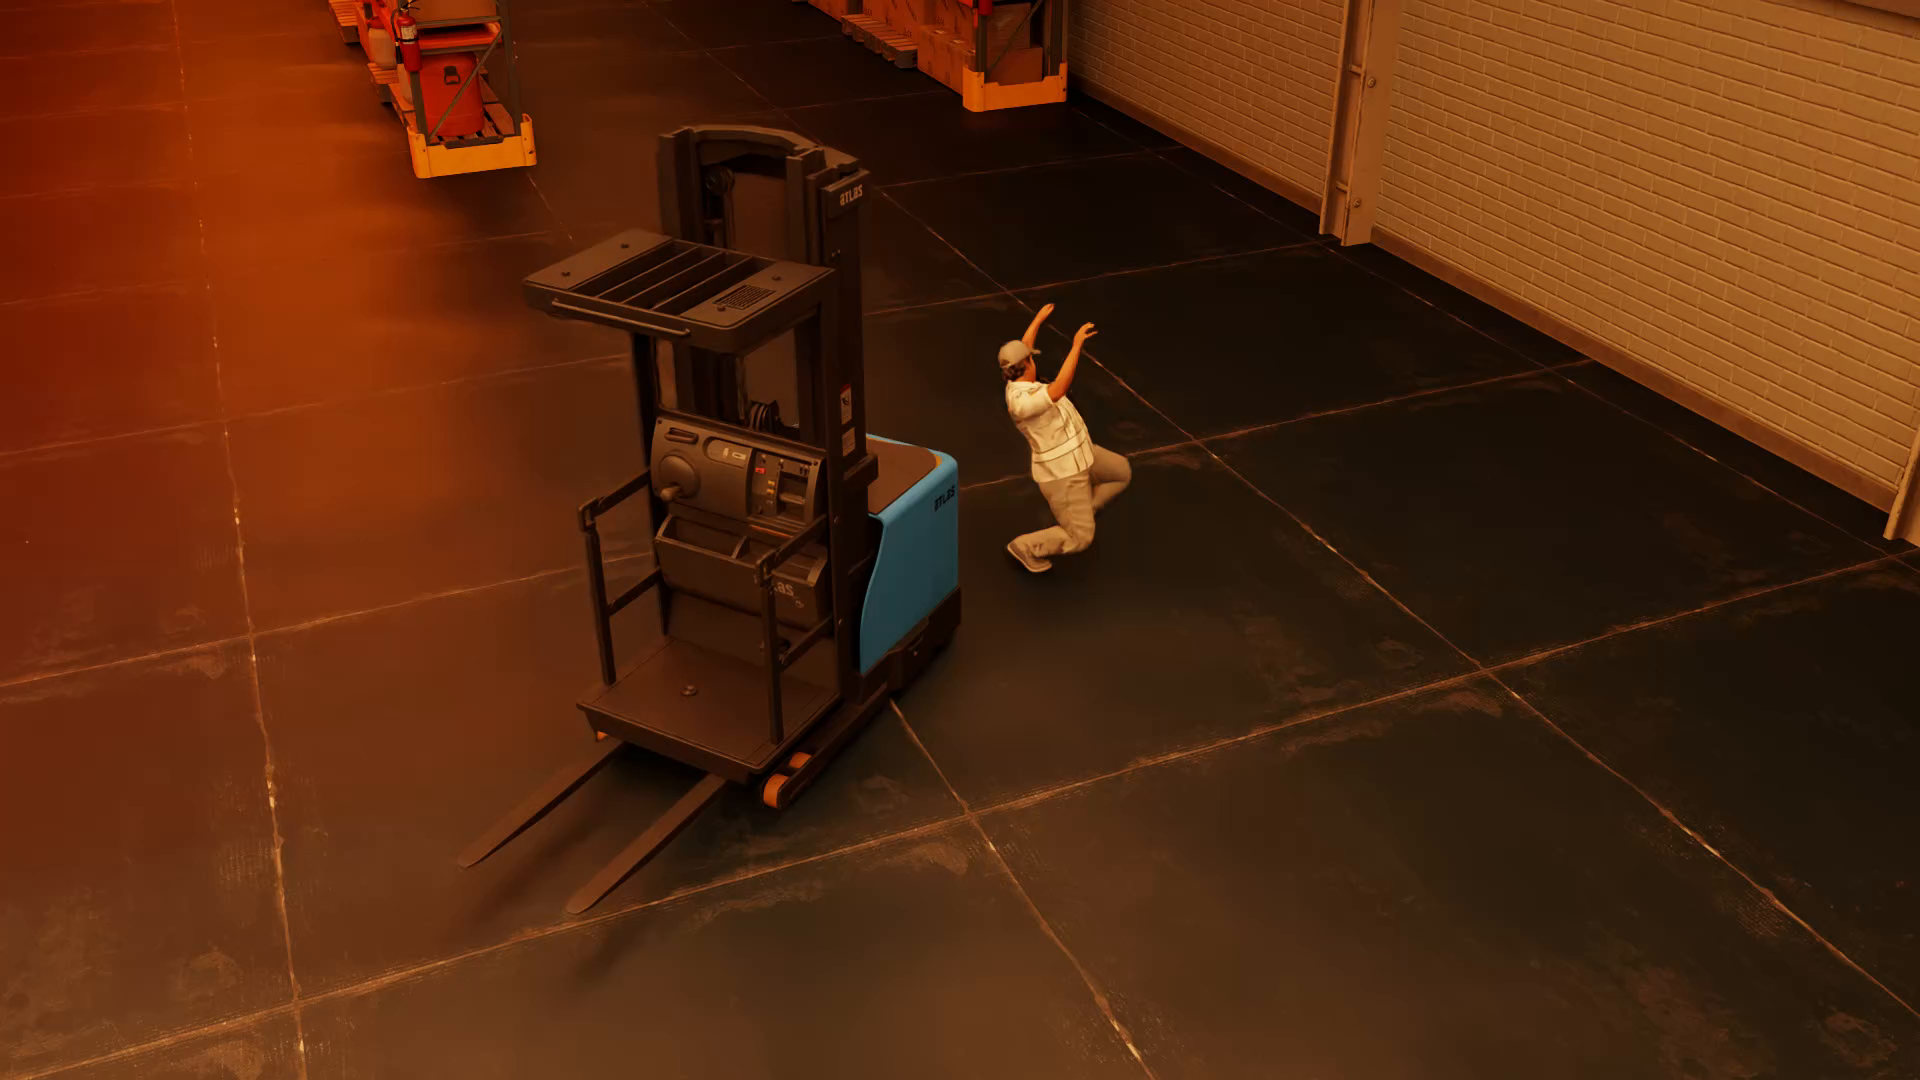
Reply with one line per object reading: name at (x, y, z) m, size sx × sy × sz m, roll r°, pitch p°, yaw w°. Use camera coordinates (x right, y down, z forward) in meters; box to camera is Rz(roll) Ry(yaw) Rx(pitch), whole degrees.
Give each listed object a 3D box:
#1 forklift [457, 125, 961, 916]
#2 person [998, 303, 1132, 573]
forklift at (-1.150, -0.259, 7.573) m, size 1.130 × 2.935 × 3.031 m, roll 15°, pitch 33°, yaw 25°
person at (0.619, -0.620, 9.622) m, size 0.777 × 1.577 × 1.011 m, roll 4°, pitch 30°, yaw 7°
